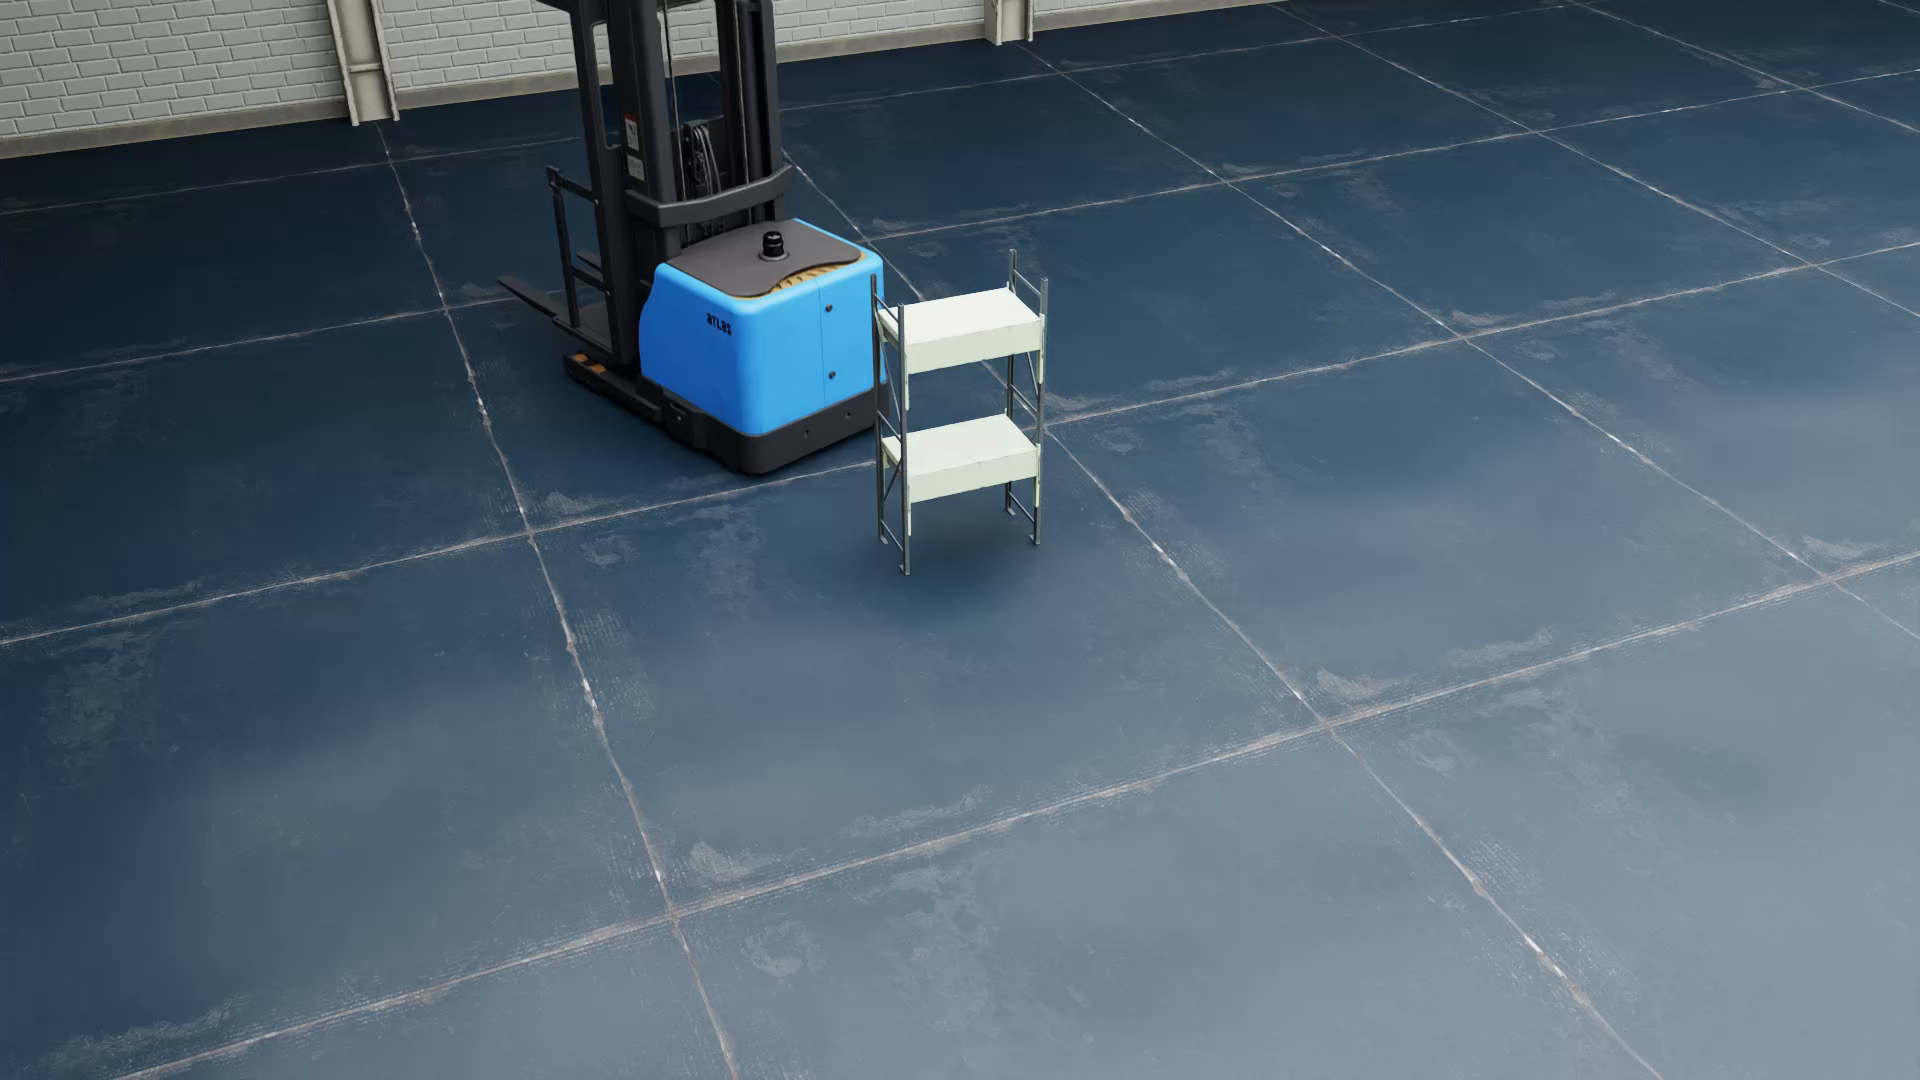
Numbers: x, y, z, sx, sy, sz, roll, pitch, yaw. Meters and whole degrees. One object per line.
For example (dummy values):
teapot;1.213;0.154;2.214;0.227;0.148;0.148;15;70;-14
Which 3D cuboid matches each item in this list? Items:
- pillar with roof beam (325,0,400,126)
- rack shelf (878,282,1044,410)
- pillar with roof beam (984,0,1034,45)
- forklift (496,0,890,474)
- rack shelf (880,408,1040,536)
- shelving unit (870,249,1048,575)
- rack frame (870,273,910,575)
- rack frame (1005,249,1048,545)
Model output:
pillar with roof beam;-3.391;-5.256;8.577;0.400;9.000;9.100;-13;35;-19
rack shelf;-0.006;-0.954;8.126;0.720;0.370;0.431;-13;35;-19
pillar with roof beam;2.141;-6.523;10.523;0.400;9.000;9.100;-13;35;-19
forklift;-1.789;-2.305;9.605;1.130;2.935;3.031;-27;42;-35
rack shelf;-0.006;-0.354;8.517;0.720;0.370;0.431;-13;35;-19
shelving unit;-0.006;-0.627;8.339;0.755;1.500;0.431;-13;35;-19
rack frame;-0.344;-0.550;8.220;0.023;1.500;0.400;-13;35;-19
rack frame;0.331;-0.704;8.458;0.023;1.500;0.400;-13;35;-19
